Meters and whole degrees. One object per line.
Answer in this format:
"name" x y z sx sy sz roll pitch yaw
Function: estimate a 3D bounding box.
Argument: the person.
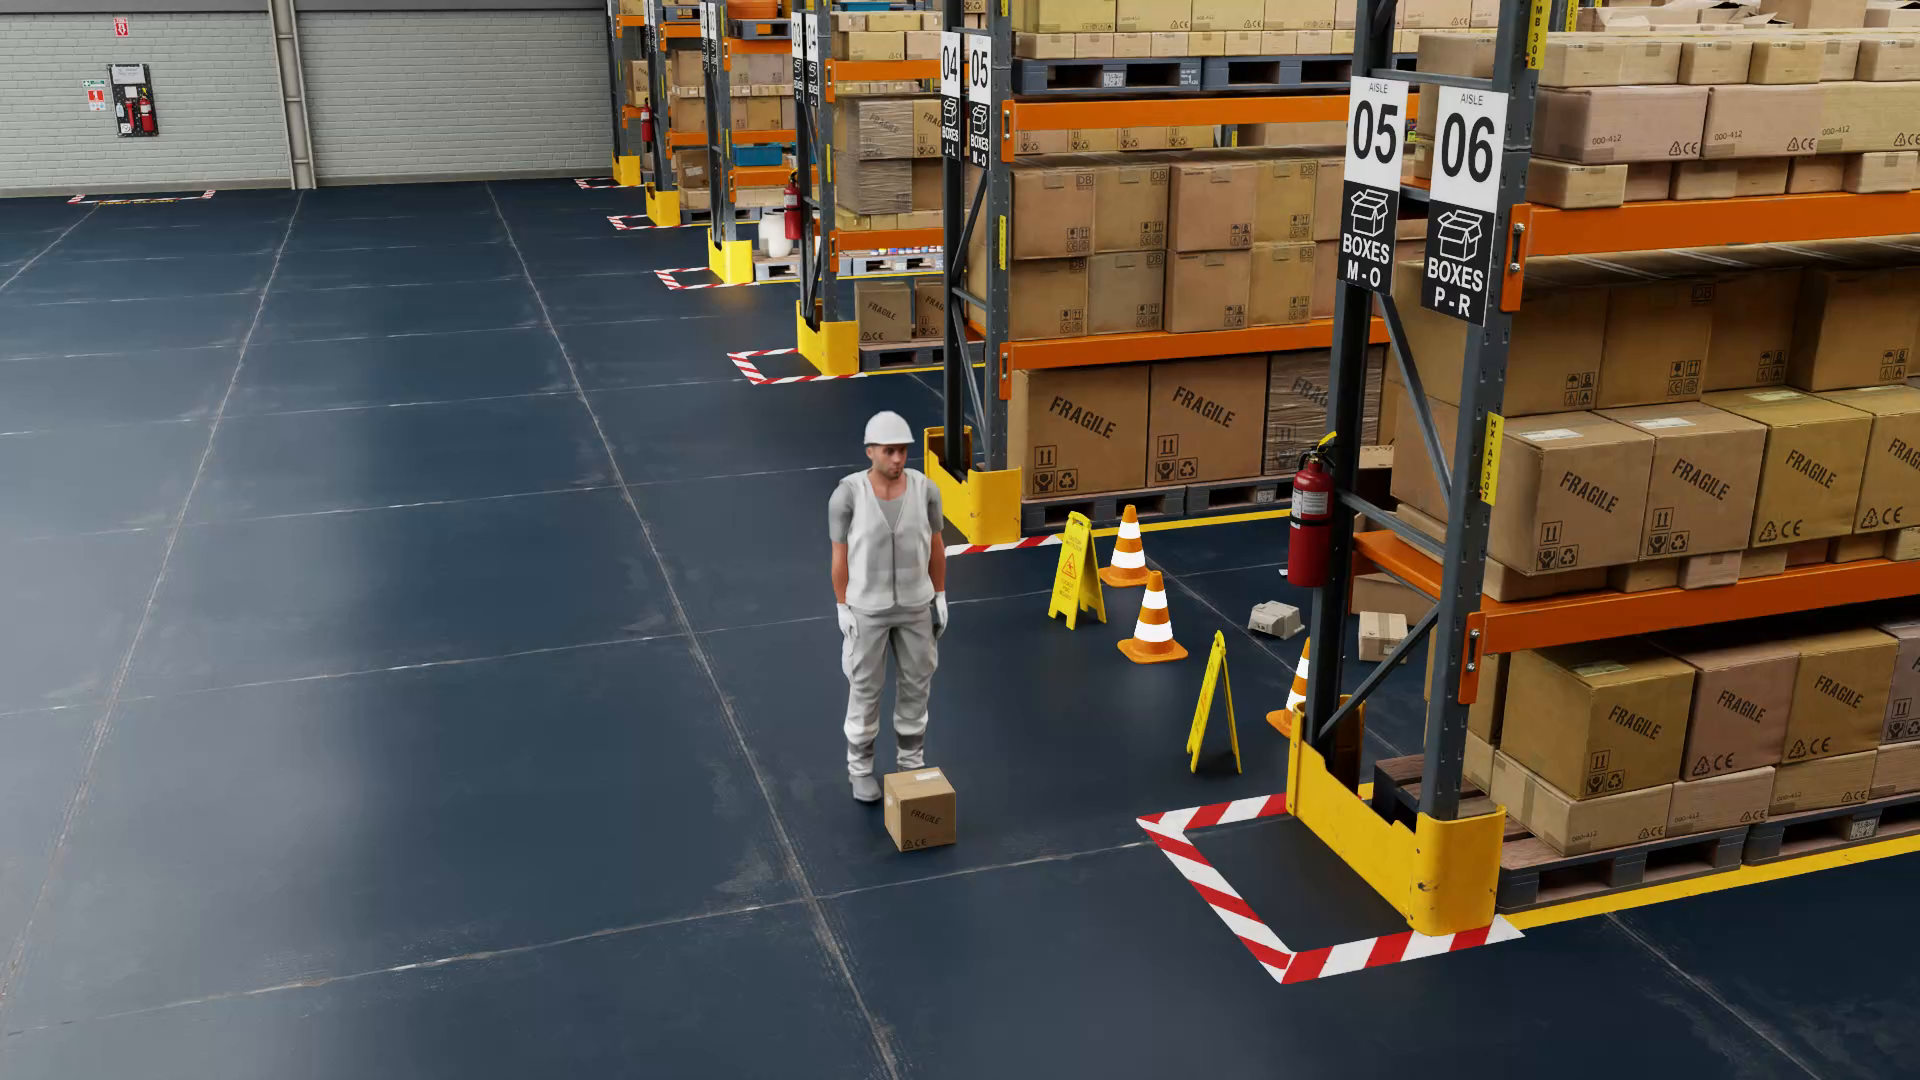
"person" -0.310 0.296 7.428 0.524 1.785 0.342 -6 20 -16
